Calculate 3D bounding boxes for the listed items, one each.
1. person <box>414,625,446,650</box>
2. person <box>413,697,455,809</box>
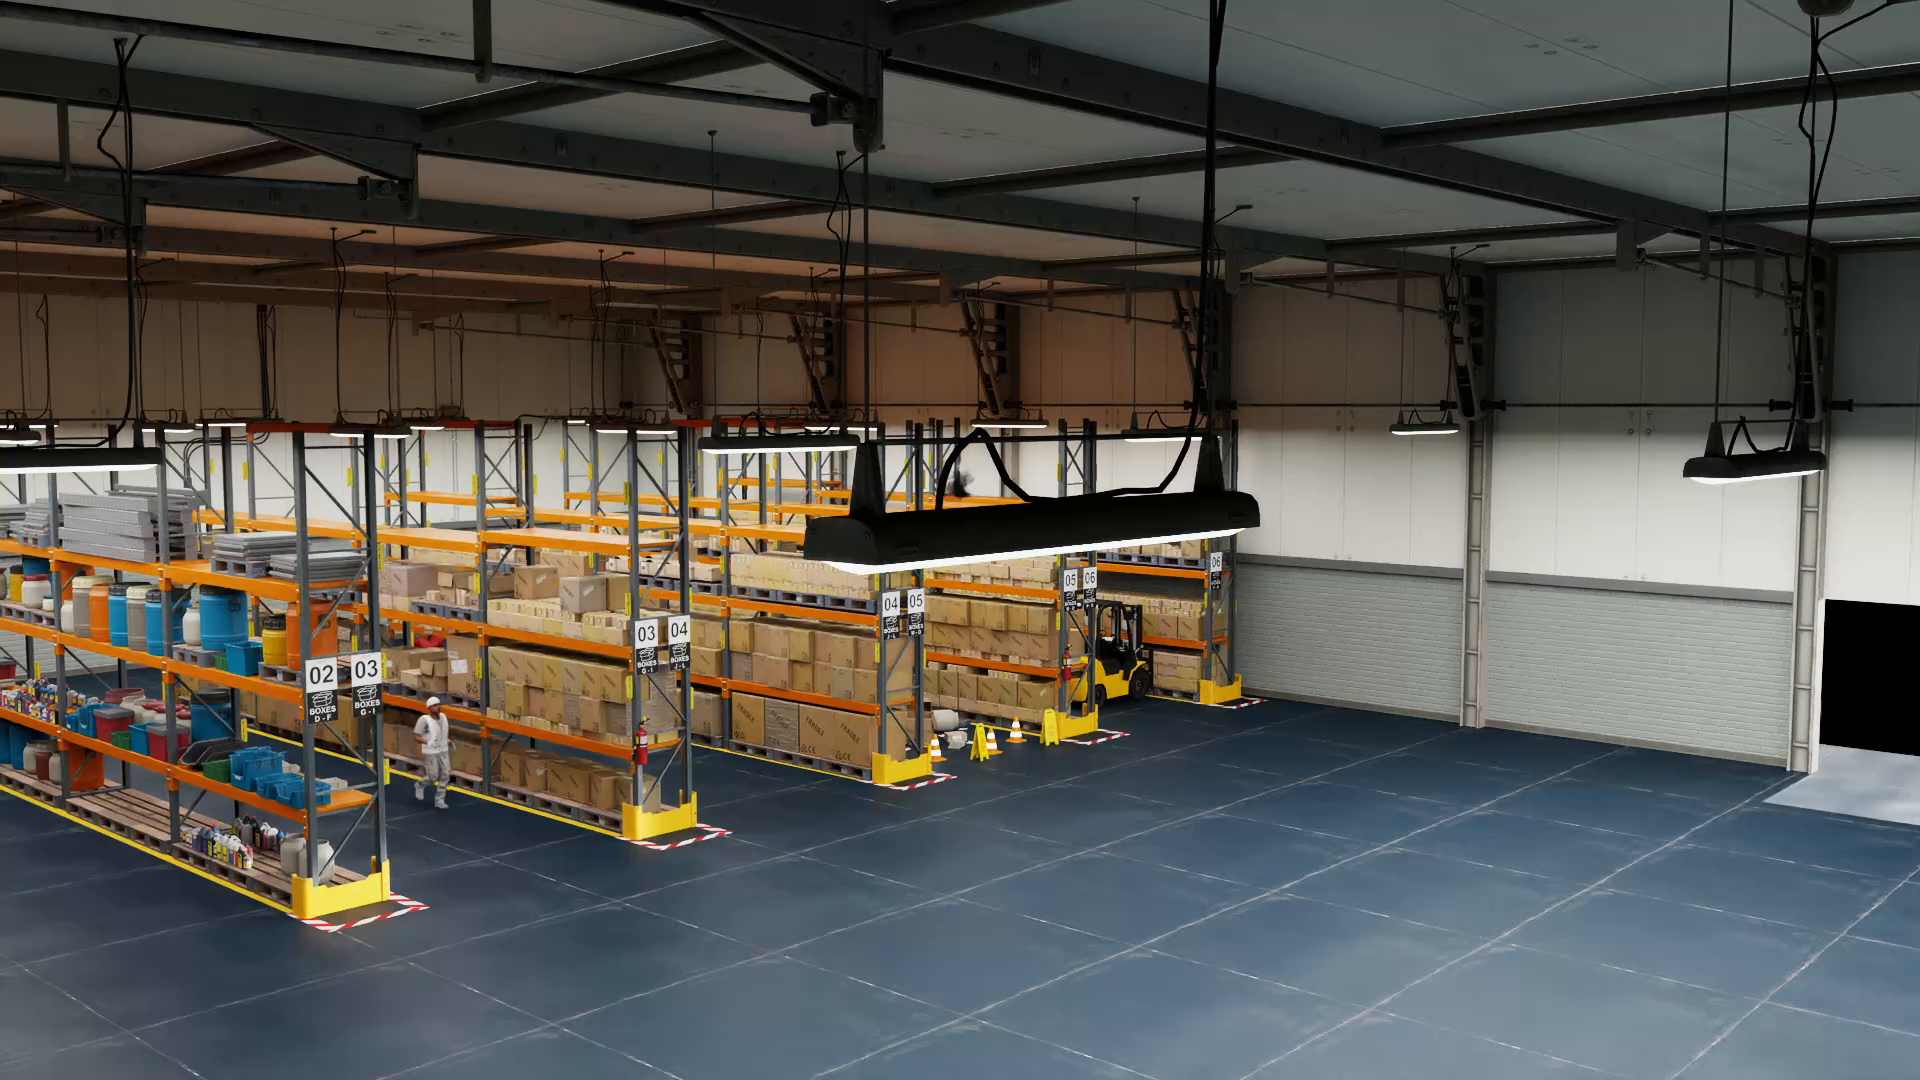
[{"bbox_3d":[-11.088,2.642,34.796,0.634,1.738,0.870,-3,6,-36],"label":"person"},{"bbox_3d":[-8.266,3.325,26.105,0.704,1.743,0.687,3,6,33],"label":"person"}]
